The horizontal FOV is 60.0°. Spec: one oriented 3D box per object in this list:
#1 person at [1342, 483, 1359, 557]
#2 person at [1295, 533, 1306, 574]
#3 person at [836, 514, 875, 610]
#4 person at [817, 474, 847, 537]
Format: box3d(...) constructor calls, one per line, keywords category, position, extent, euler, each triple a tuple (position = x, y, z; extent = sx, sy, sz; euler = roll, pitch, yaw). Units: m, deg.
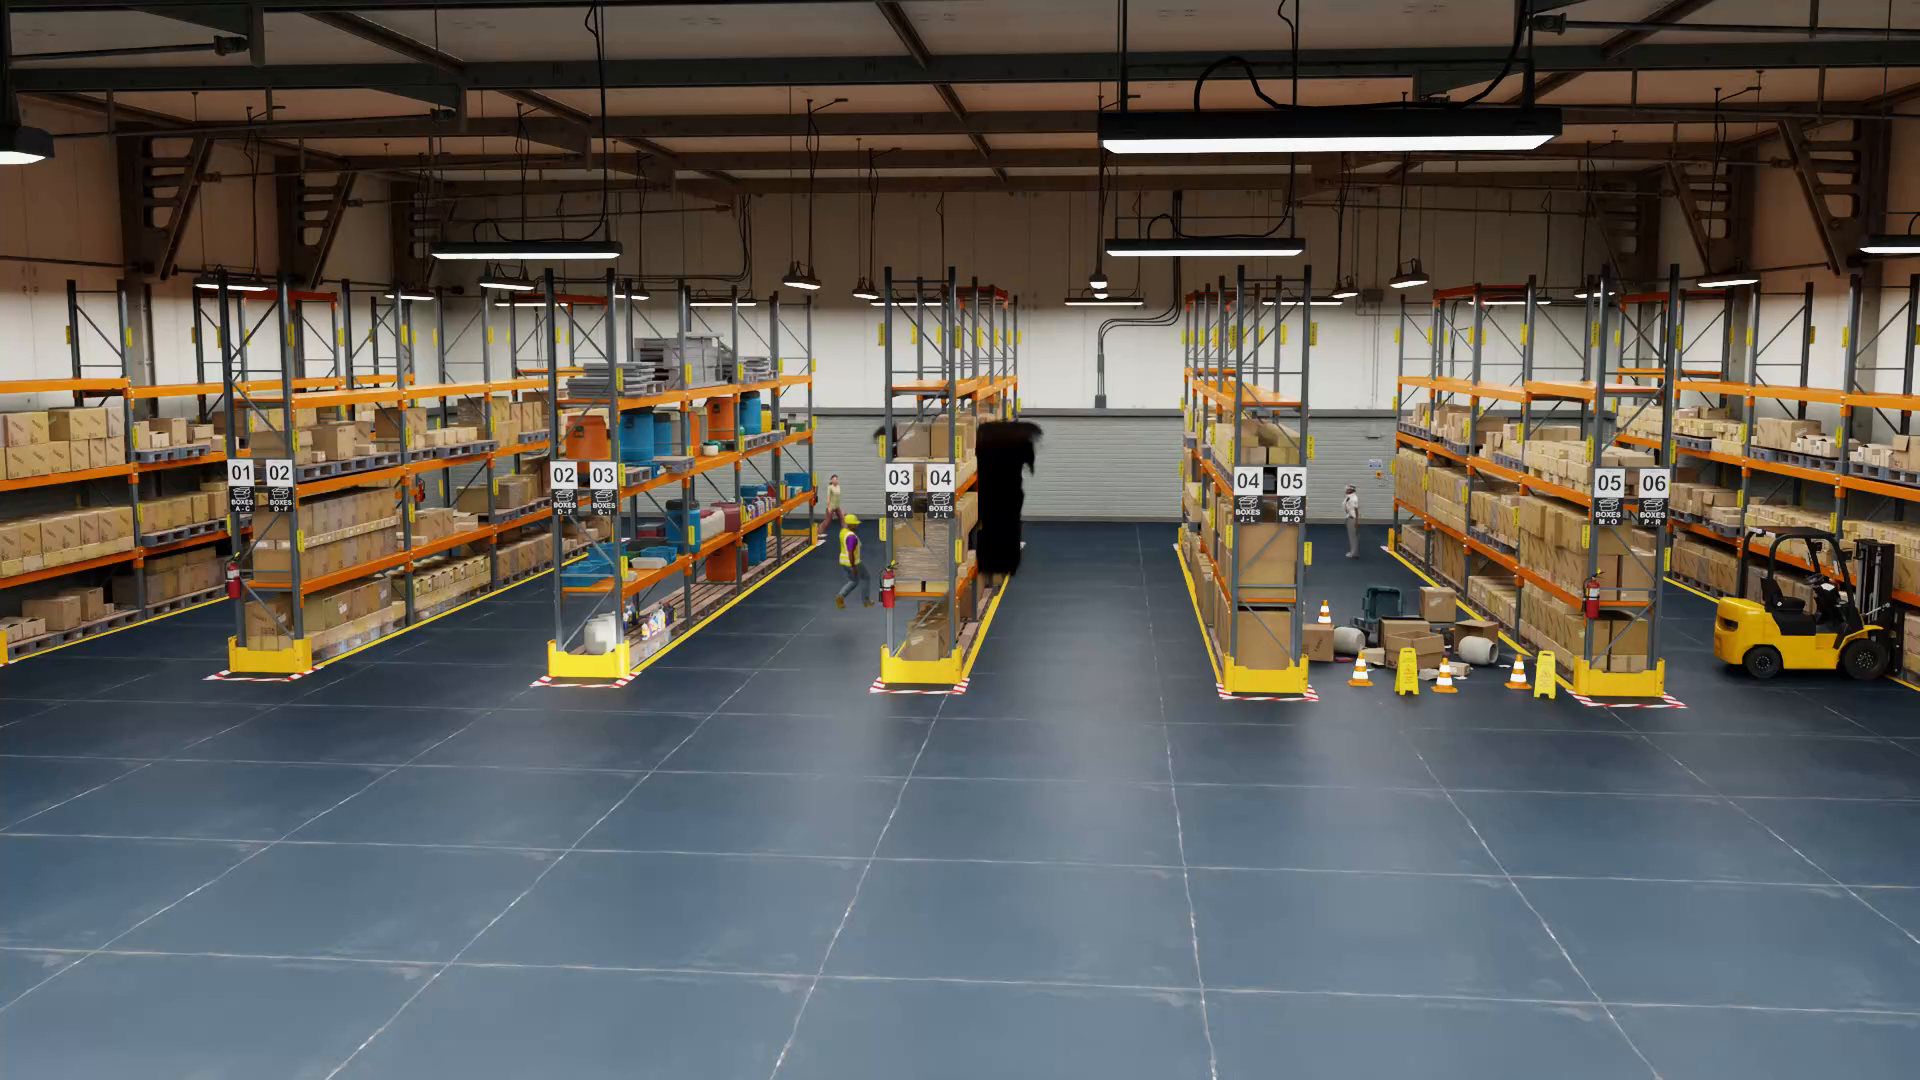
box3d(category="person", position=(8.975, -0.465, 38.204), extent=(0.376, 1.686, 0.512), euler=(1, 7, 7))
box3d(category="person", position=(7.084, -0.087, 35.306), extent=(0.567, 1.638, 0.520), euler=(2, 7, 14))
box3d(category="person", position=(-1.801, 0.378, 29.111), extent=(0.807, 1.695, 0.546), euler=(-5, 8, -33))
box3d(category="person", position=(-3.107, -0.827, 41.352), extent=(1.065, 1.610, 0.545), euler=(4, 8, 27))
